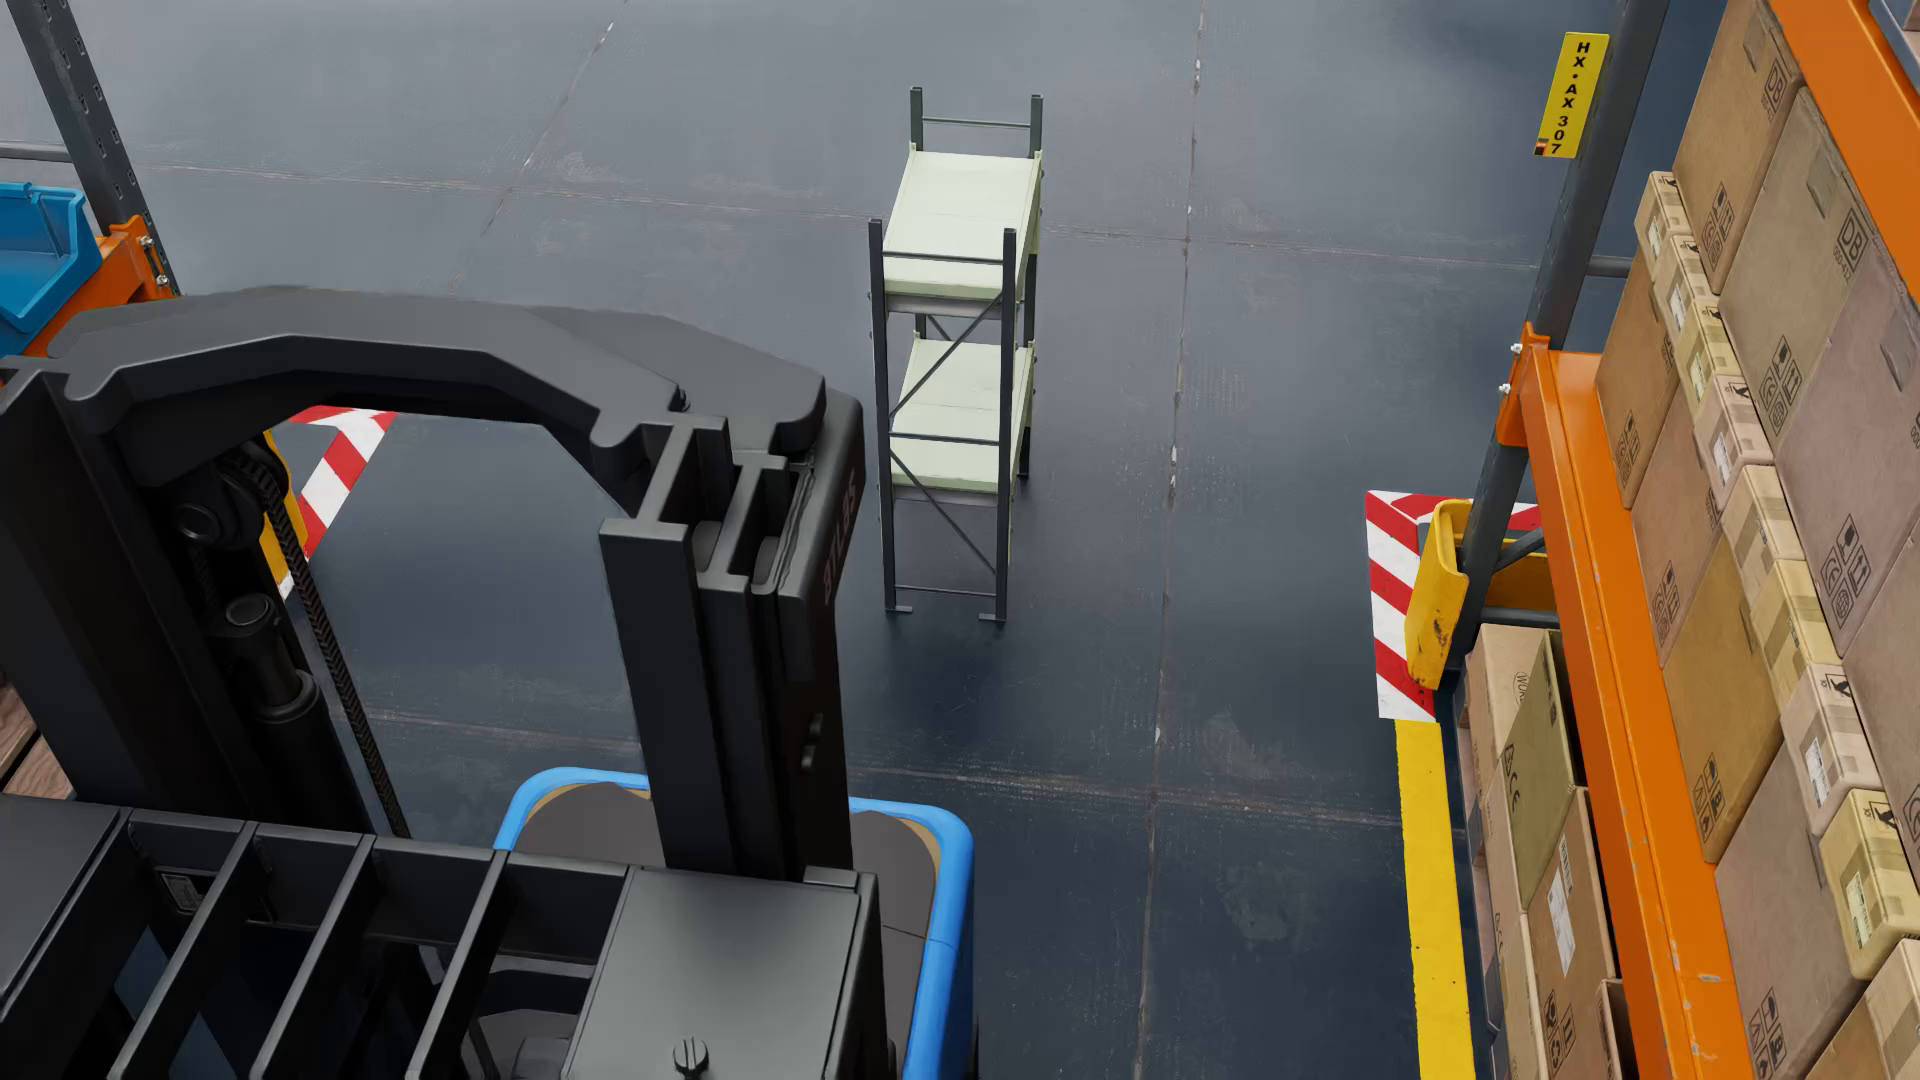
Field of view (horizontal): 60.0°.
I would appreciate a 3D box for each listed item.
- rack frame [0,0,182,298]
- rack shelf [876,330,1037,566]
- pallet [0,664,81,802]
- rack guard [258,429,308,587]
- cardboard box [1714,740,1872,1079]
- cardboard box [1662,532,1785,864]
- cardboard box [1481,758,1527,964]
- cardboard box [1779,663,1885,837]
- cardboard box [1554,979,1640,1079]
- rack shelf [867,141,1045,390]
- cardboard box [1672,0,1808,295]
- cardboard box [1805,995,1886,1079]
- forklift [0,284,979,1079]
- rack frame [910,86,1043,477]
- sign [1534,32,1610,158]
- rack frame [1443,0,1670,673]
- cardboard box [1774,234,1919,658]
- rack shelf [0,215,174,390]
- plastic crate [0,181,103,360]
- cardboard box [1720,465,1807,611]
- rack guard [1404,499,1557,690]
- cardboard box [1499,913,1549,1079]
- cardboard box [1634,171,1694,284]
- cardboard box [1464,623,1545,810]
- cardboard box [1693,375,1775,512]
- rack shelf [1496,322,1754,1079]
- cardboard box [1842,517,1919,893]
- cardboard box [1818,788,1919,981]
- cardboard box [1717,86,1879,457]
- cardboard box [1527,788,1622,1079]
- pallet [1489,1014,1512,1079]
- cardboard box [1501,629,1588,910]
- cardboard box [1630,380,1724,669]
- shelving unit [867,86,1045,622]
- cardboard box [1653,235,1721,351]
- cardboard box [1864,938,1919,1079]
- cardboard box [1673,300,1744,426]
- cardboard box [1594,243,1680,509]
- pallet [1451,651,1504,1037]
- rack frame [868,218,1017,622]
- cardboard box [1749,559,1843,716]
[{"bbox_3d":[-2.888,-1.124,4.755,1.000,3.000,0.127,5,44,6],"label":"rack frame"},{"bbox_3d":[0.001,-0.312,5.463,0.431,0.370,0.720,5,44,6],"label":"rack shelf"},{"bbox_3d":[-2.964,0.498,5.070,1.003,0.211,1.213,5,44,6],"label":"pallet"},{"bbox_3d":[-2.851,-0.160,5.555,1.175,0.500,0.348,5,44,6],"label":"rack guard"},{"bbox_3d":[1.745,0.665,2.793,0.700,0.500,0.500,6,44,7],"label":"cardboard box"},{"bbox_3d":[1.811,0.306,3.173,0.700,0.500,0.500,6,44,6],"label":"cardboard box"},{"bbox_3d":[1.668,0.861,4.353,0.500,0.250,0.500,5,44,6],"label":"cardboard box"},{"bbox_3d":[1.552,0.353,2.652,0.380,0.149,0.250,6,44,6],"label":"cardboard box"},{"bbox_3d":[1.529,1.270,3.376,0.500,0.500,0.500,5,44,6],"label":"cardboard box"},{"bbox_3d":[0.001,-0.833,4.971,0.431,0.370,0.720,5,44,6],"label":"rack shelf"},{"bbox_3d":[1.940,-0.825,3.424,0.700,0.500,0.500,5,44,6],"label":"cardboard box"},{"bbox_3d":[1.679,1.014,2.425,0.700,0.500,0.500,6,44,6],"label":"cardboard box"},{"bbox_3d":[-0.663,1.257,2.291,1.130,2.935,3.031,5,44,6],"label":"forklift"},{"bbox_3d":[0.049,-0.799,5.503,0.400,1.500,0.023,5,44,6],"label":"rack frame"},{"bbox_3d":[1.472,-1.069,4.010,0.100,0.325,0.005,5,44,6],"label":"sign"},{"bbox_3d":[2.022,-0.671,4.277,1.000,3.000,0.127,5,44,6],"label":"rack frame"},{"bbox_3d":[1.810,-0.123,2.682,0.700,0.500,0.500,5,44,6],"label":"cardboard box"},{"bbox_3d":[-3.152,0.501,3.563,1.077,0.370,4.000,5,44,6],"label":"rack shelf"},{"bbox_3d":[-2.657,-0.701,4.417,0.499,0.251,0.616,5,44,6],"label":"plastic crate"},{"bbox_3d":[1.621,0.009,3.015,0.380,0.149,0.250,4,44,4],"label":"cardboard box"},{"bbox_3d":[2.025,0.220,5.154,1.175,0.500,0.348,5,44,6],"label":"rack guard"},{"bbox_3d":[1.601,1.202,3.993,0.500,0.250,0.500,5,44,6],"label":"cardboard box"},{"bbox_3d":[1.756,-0.695,3.758,0.380,0.149,0.250,5,44,5],"label":"cardboard box"},{"bbox_3d":[1.730,0.520,4.713,0.500,0.250,0.500,5,44,6],"label":"cardboard box"},{"bbox_3d":[1.654,-0.173,3.207,0.380,0.149,0.250,5,44,5],"label":"cardboard box"},{"bbox_3d":[1.757,0.953,3.085,1.077,0.370,4.000,5,44,6],"label":"rack shelf"},{"bbox_3d":[1.744,0.219,2.321,0.700,0.500,0.500,5,44,6],"label":"cardboard box"},{"bbox_3d":[1.518,0.532,2.462,0.380,0.149,0.250,7,44,7],"label":"cardboard box"},{"bbox_3d":[1.876,-0.466,3.045,0.700,0.500,0.500,4,44,4],"label":"cardboard box"},{"bbox_3d":[1.613,0.931,3.734,0.500,0.500,0.500,5,44,6],"label":"cardboard box"},{"bbox_3d":[1.798,1.696,3.806,1.003,0.211,1.213,5,44,6],"label":"pallet"},{"bbox_3d":[1.666,0.589,4.095,0.500,0.500,0.500,5,44,6],"label":"cardboard box"},{"bbox_3d":[1.883,-0.032,3.529,0.700,0.500,0.500,6,44,7],"label":"cardboard box"},{"bbox_3d":[0.001,-0.549,5.239,0.431,1.500,0.755,5,44,6],"label":"shelving unit"},{"bbox_3d":[1.724,-0.515,3.568,0.380,0.149,0.250,4,44,4],"label":"cardboard box"},{"bbox_3d":[1.486,0.713,2.271,0.380,0.149,0.250,6,44,7],"label":"cardboard box"},{"bbox_3d":[1.690,-0.345,3.388,0.380,0.149,0.250,5,44,6],"label":"cardboard box"},{"bbox_3d":[1.947,-0.390,3.908,0.700,0.500,0.500,5,44,6],"label":"cardboard box"},{"bbox_3d":[1.962,0.867,4.681,1.003,0.211,1.213,5,44,6],"label":"pallet"},{"bbox_3d":[-0.048,-0.300,4.976,0.400,1.500,0.023,5,44,6],"label":"rack frame"},{"bbox_3d":[1.588,0.183,2.831,0.380,0.149,0.250,5,44,5],"label":"cardboard box"}]
